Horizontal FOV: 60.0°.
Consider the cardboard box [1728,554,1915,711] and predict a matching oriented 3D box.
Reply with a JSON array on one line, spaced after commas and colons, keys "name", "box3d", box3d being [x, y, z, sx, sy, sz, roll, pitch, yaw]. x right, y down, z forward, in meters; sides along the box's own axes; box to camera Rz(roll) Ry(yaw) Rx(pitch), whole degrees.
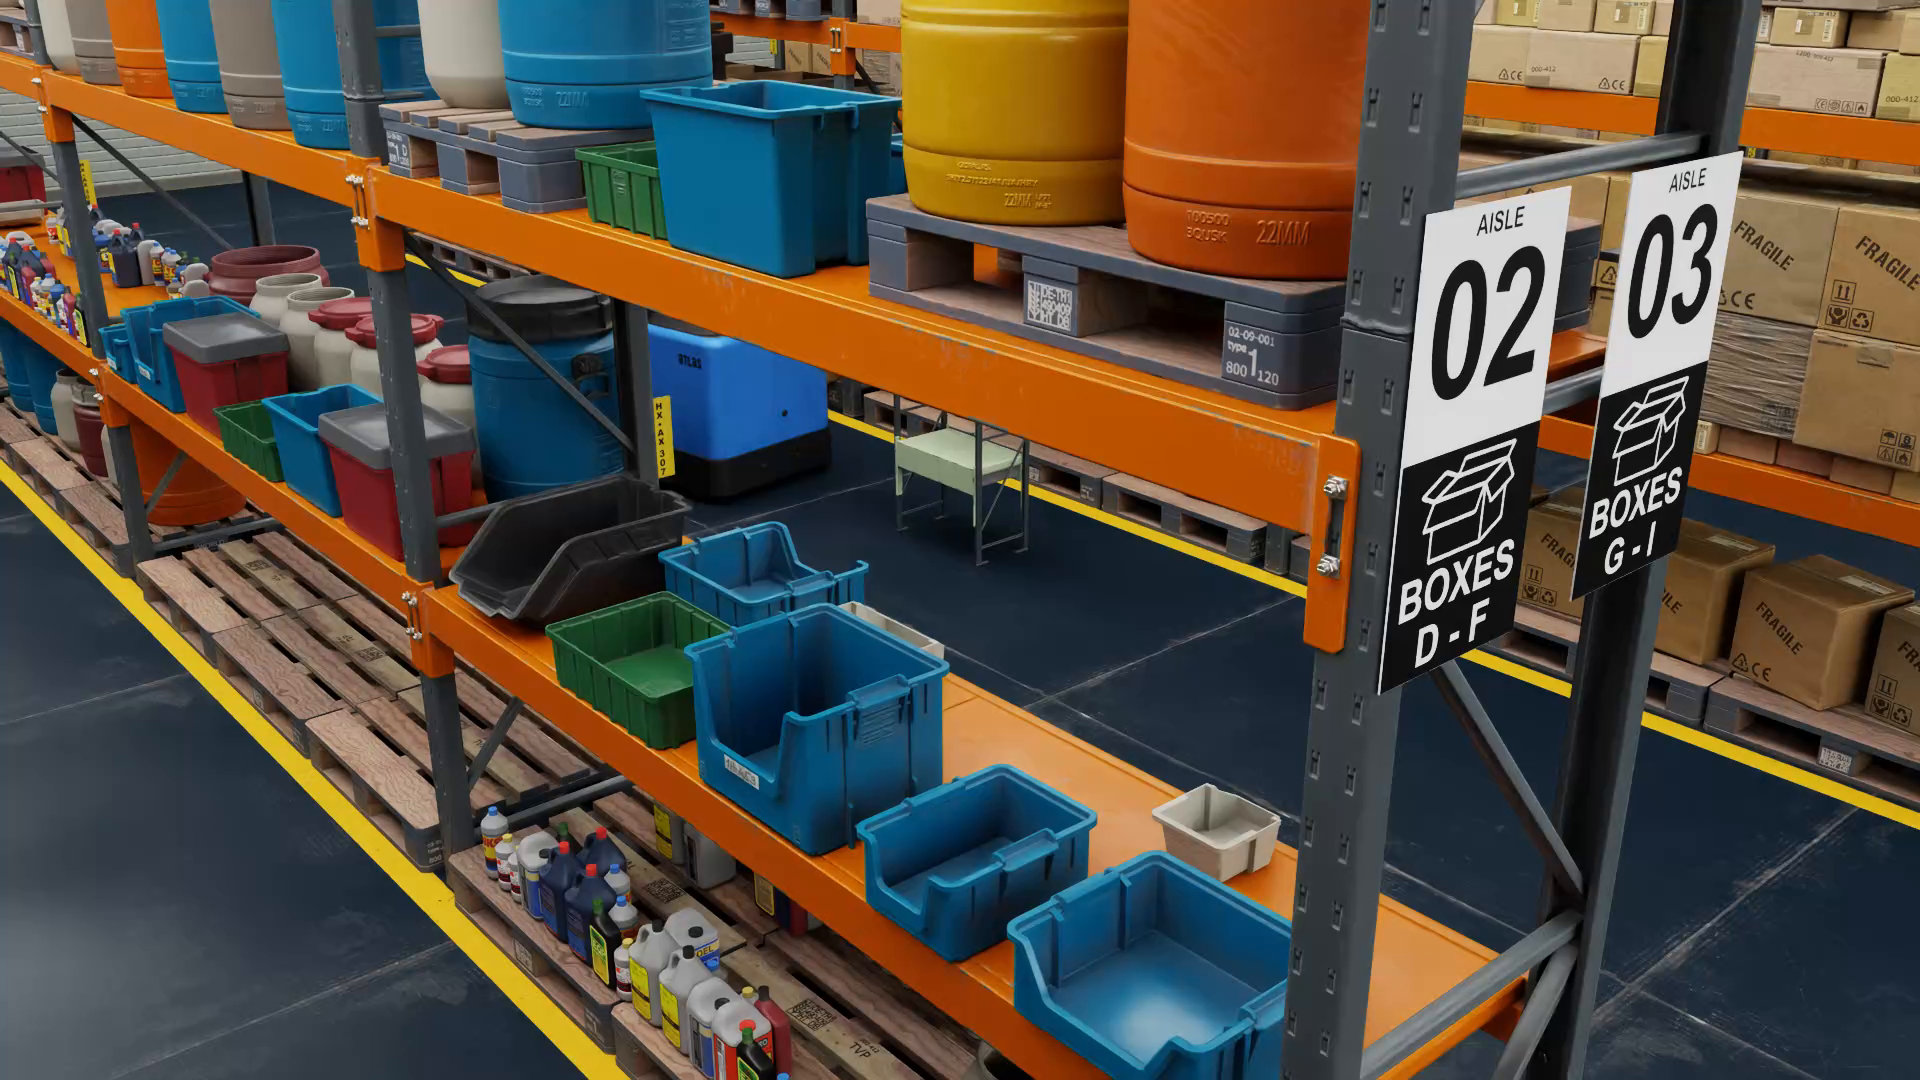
[{"name": "cardboard box", "box3d": [3.957, 0.417, 7.659, 0.500, 0.500, 0.500, -10, 23, -24]}]

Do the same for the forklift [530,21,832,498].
[{"name": "forklift", "box3d": [-2.305, -2.060, 11.225, 3.031, 2.935, 1.130, 18, 27, 38]}]

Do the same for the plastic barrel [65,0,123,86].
[{"name": "plastic barrel", "box3d": [-3.834, -2.601, 7.711, 0.600, 0.901, 0.600, 0, 21, 0]}]

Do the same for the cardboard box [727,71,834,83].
[{"name": "cardboard box", "box3d": [-1.342, -3.329, 12.857, 0.797, 0.503, 0.637, -17, 27, -36]}]

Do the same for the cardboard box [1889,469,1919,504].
[{"name": "cardboard box", "box3d": [4.061, -0.257, 6.871, 0.380, 0.149, 0.250, -17, 27, -37]}]

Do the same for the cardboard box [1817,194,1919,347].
[{"name": "cardboard box", "box3d": [3.891, -1.099, 6.760, 0.500, 0.500, 0.500, -17, 27, -37]}]

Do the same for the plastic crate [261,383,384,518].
[{"name": "plastic crate", "box3d": [-2.551, -0.367, 6.831, 0.392, 0.384, 0.575, -17, 27, -37]}]

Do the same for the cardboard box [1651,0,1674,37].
[{"name": "cardboard box", "box3d": [3.210, -2.258, 7.183, 0.380, 0.149, 0.250, -17, 27, -36]}]

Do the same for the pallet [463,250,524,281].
[{"name": "pallet", "box3d": [-4.302, -2.801, 16.846, 1.003, 0.211, 1.213, -17, 27, -37]}]

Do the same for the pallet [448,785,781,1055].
[{"name": "pallet", "box3d": [-1.188, 1.350, 6.249, 1.003, 0.211, 1.213, -17, 27, -37]}]

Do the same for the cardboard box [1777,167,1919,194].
[{"name": "cardboard box", "box3d": [3.967, -1.363, 7.435, 0.500, 0.500, 0.500, -17, 27, -37]}]

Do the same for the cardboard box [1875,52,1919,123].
[{"name": "cardboard box", "box3d": [3.933, -1.755, 6.444, 0.500, 0.250, 0.500, -17, 27, -37]}]

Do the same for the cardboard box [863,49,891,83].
[{"name": "cardboard box", "box3d": [-0.752, -5.367, 19.029, 0.500, 0.500, 0.500, -18, 28, -39]}]

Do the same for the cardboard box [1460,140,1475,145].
[{"name": "cardboard box", "box3d": [2.259, -1.789, 8.523, 0.500, 0.500, 0.500, -17, 27, -37]}]

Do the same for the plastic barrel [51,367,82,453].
[{"name": "plastic barrel", "box3d": [-5.712, -0.864, 10.913, 0.421, 0.512, 0.421, 0, 21, 0]}]

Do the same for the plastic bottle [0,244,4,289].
[{"name": "plastic bottle", "box3d": [-5.993, -1.717, 10.432, 0.097, 0.271, 0.097, 0, 21, 0]}]

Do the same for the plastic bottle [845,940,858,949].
[{"name": "plastic bottle", "box3d": [-0.353, 1.273, 5.758, 0.097, 0.271, 0.097, 0, 21, 0]}]

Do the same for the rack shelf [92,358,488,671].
[{"name": "rack shelf", "box3d": [-2.900, -0.362, 7.781, 1.077, 0.370, 4.000, -17, 27, -37]}]

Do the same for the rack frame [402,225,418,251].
[{"name": "rack frame", "box3d": [-5.676, -4.639, 17.714, 1.000, 3.000, 0.127, -17, 27, -37]}]

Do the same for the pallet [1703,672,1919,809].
[{"name": "pallet", "box3d": [4.215, 0.826, 7.585, 1.003, 0.211, 1.213, -17, 27, -37]}]

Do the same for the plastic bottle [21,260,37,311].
[{"name": "plastic bottle", "box3d": [-5.539, -1.521, 9.914, 0.061, 0.283, 0.133, -17, 27, -37]}]

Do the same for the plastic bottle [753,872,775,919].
[{"name": "plastic bottle", "box3d": [-0.681, 1.199, 5.932, 0.061, 0.283, 0.133, -17, 27, -37]}]

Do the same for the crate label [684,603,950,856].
[{"name": "crate label", "box3d": [-0.390, 0.500, 4.545, 0.502, 0.435, 0.616, -17, 27, -37]}]

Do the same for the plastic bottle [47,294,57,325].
[{"name": "plastic bottle", "box3d": [-5.196, -1.348, 9.584, 0.097, 0.201, 0.097, 0, 21, 0]}]

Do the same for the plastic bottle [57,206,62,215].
[{"name": "plastic bottle", "box3d": [-6.315, -2.265, 11.823, 0.152, 0.276, 0.135, -17, 27, -37]}]

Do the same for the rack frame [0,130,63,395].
[{"name": "rack frame", "box3d": [-6.817, -2.354, 11.882, 1.000, 3.000, 0.127, -17, 27, -37]}]

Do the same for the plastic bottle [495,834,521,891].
[{"name": "plastic bottle", "box3d": [-1.653, 1.174, 6.106, 0.097, 0.201, 0.097, 0, 21, 0]}]

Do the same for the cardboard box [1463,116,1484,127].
[{"name": "cardboard box", "box3d": [4.323, -3.686, 13.775, 0.700, 0.500, 0.500, -18, 28, -38]}]

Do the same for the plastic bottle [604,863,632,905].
[{"name": "plastic bottle", "box3d": [-1.196, 1.254, 5.806, 0.097, 0.271, 0.097, 0, 21, 0]}]

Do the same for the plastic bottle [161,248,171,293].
[{"name": "plastic bottle", "box3d": [-4.902, -1.680, 10.336, 0.097, 0.271, 0.097, 0, 21, 0]}]

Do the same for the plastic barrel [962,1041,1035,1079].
[{"name": "plastic barrel", "box3d": [0.201, 1.622, 4.566, 0.421, 0.512, 0.421, 0, 21, 0]}]

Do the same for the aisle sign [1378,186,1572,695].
[{"name": "aisle sign", "box3d": [0.838, -0.159, 2.712, 0.394, 0.787, 0.004, -17, 27, -37]}]

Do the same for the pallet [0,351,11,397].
[{"name": "pallet", "box3d": [-7.326, -1.250, 12.886, 1.003, 0.211, 1.213, -17, 27, -37]}]

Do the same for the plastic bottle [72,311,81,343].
[{"name": "plastic bottle", "box3d": [-4.855, -1.203, 9.215, 0.097, 0.201, 0.097, 0, 21, 0]}]

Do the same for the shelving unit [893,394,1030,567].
[{"name": "shelving unit", "box3d": [0.004, -0.697, 9.706, 0.431, 1.500, 0.755, -17, 27, -37]}]

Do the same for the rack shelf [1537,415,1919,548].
[{"name": "rack shelf", "box3d": [3.463, -0.436, 7.970, 1.077, 0.370, 4.000, -17, 27, -37]}]

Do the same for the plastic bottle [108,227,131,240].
[{"name": "plastic bottle", "box3d": [-5.508, -1.923, 10.951, 0.152, 0.276, 0.135, -17, 27, -37]}]

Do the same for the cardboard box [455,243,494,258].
[{"name": "cardboard box", "box3d": [-4.603, -3.436, 16.980, 0.875, 0.875, 0.875, -17, 27, -37]}]

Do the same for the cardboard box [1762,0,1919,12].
[{"name": "cardboard box", "box3d": [3.565, -2.401, 6.657, 0.500, 0.500, 0.500, -17, 27, -37]}]

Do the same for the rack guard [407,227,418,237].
[{"name": "rack guard", "box3d": [-5.691, -3.481, 18.187, 1.175, 0.500, 0.348, -17, 27, -37]}]

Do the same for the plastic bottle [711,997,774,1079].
[{"name": "plastic bottle", "box3d": [-0.659, 1.545, 5.057, 0.152, 0.276, 0.135, -17, 27, -37]}]

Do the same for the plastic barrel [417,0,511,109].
[{"name": "plastic barrel", "box3d": [-1.463, -1.623, 5.172, 0.421, 0.512, 0.421, 0, 21, 0]}]

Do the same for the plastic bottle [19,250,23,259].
[{"name": "plastic bottle", "box3d": [-5.701, -1.623, 10.176, 0.061, 0.283, 0.133, -17, 27, -37]}]

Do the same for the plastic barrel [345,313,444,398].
[{"name": "plastic barrel", "box3d": [-2.532, -0.727, 7.540, 0.433, 0.535, 0.433, 0, 21, 0]}]

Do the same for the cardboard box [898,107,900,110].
[{"name": "cardboard box", "box3d": [-0.680, -5.007, 19.000, 0.380, 0.149, 0.250, -17, 27, -36]}]

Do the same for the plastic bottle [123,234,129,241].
[{"name": "plastic bottle", "box3d": [-5.370, -1.844, 10.756, 0.097, 0.271, 0.097, 0, 21, 0]}]

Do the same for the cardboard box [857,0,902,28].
[{"name": "cardboard box", "box3d": [-0.340, -3.565, 11.065, 0.500, 0.250, 0.500, -17, 27, -37]}]

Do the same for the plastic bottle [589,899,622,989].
[{"name": "plastic bottle", "box3d": [-1.183, 1.345, 5.558, 0.061, 0.283, 0.133, -16, 26, -35]}]

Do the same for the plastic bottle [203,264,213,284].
[{"name": "plastic bottle", "box3d": [-4.423, -1.493, 9.843, 0.061, 0.283, 0.133, -17, 27, -37]}]

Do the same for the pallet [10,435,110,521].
[{"name": "pallet", "box3d": [-5.544, -0.496, 10.960, 1.003, 0.211, 1.213, -17, 27, -37]}]

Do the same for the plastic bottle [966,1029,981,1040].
[{"name": "plastic bottle", "box3d": [0.069, 1.451, 5.303, 0.097, 0.271, 0.097, 0, 21, 0]}]

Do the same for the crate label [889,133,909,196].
[{"name": "crate label", "box3d": [0.045, -0.962, 4.419, 0.502, 0.251, 0.408, -17, 27, -37]}]

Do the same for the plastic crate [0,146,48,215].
[{"name": "plastic crate", "box3d": [-7.210, -2.719, 12.642, 0.402, 0.464, 0.583, -17, 27, -37]}]
